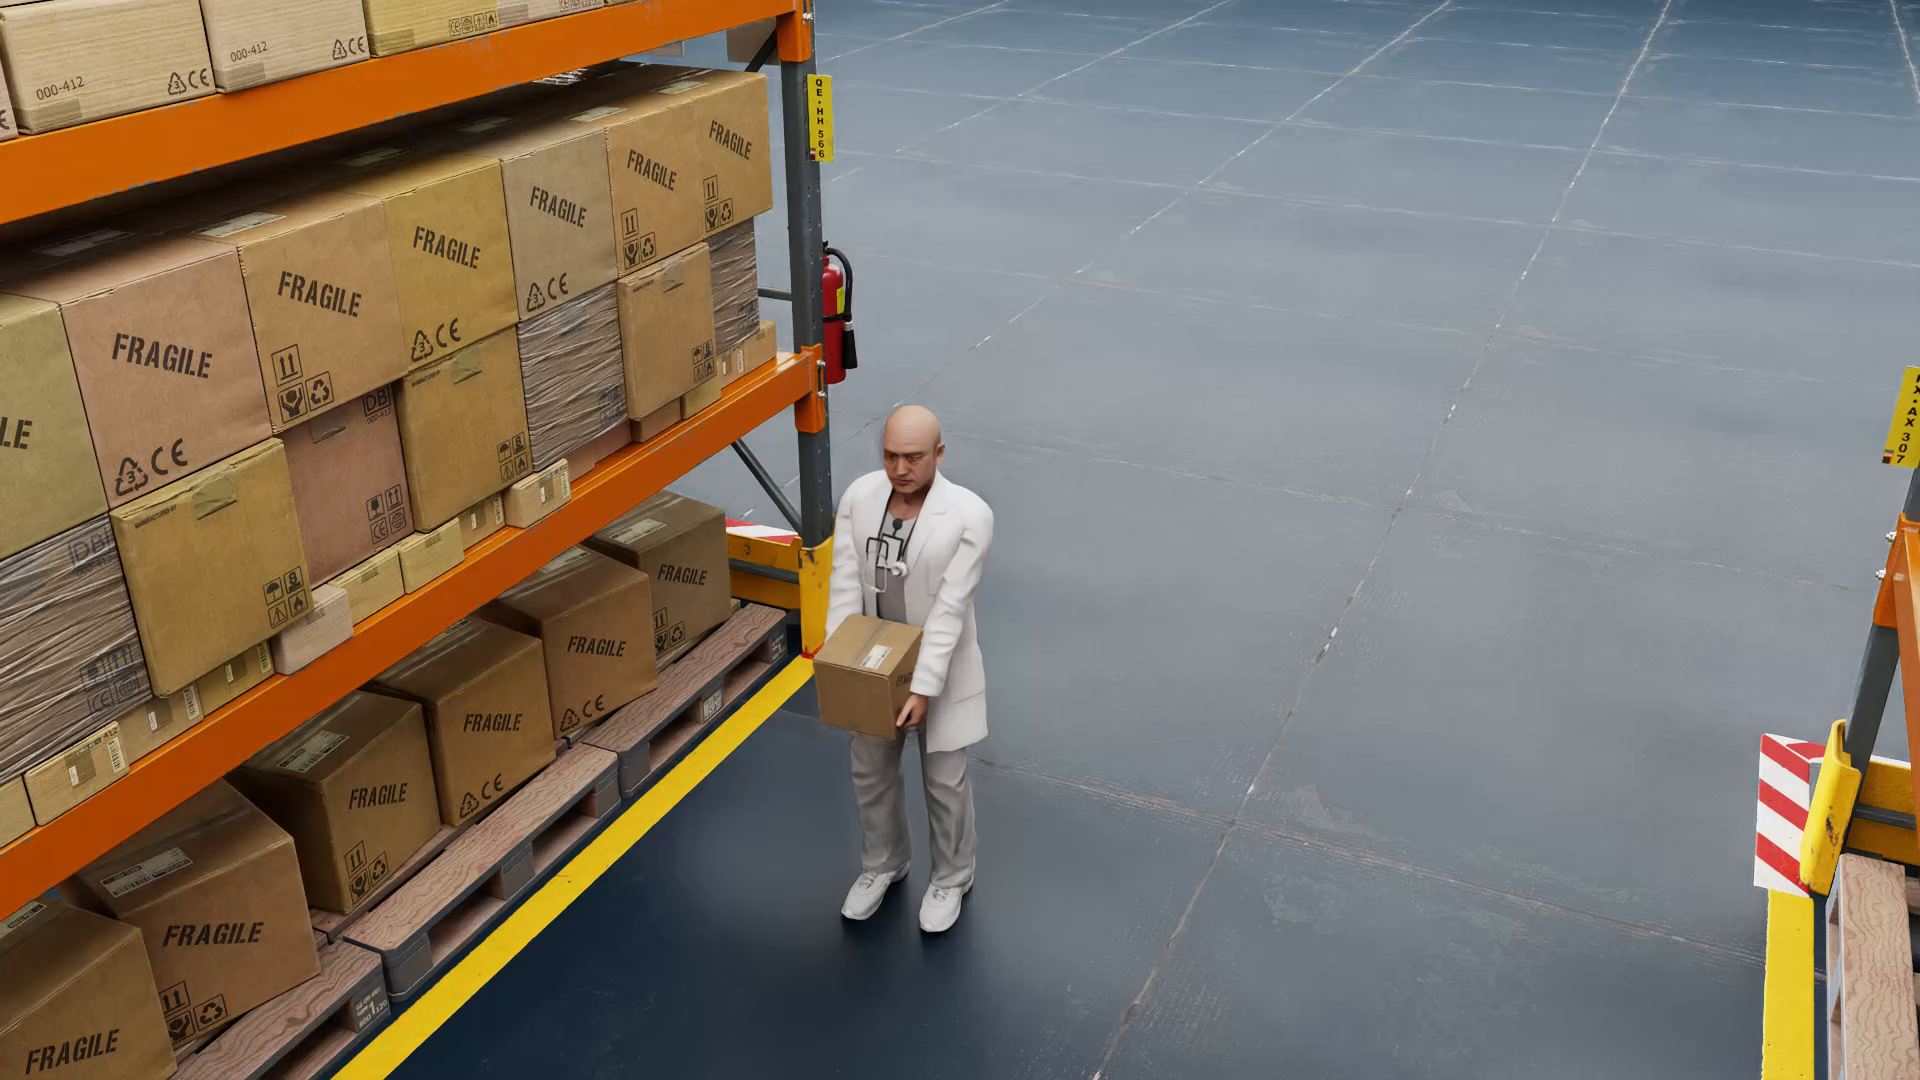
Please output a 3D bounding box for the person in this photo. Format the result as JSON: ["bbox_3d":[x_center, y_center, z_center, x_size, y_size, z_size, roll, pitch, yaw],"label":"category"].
[{"bbox_3d":[-0.186,0.439,5.226,0.524,1.780,0.569,11,28,21],"label":"person"}]
